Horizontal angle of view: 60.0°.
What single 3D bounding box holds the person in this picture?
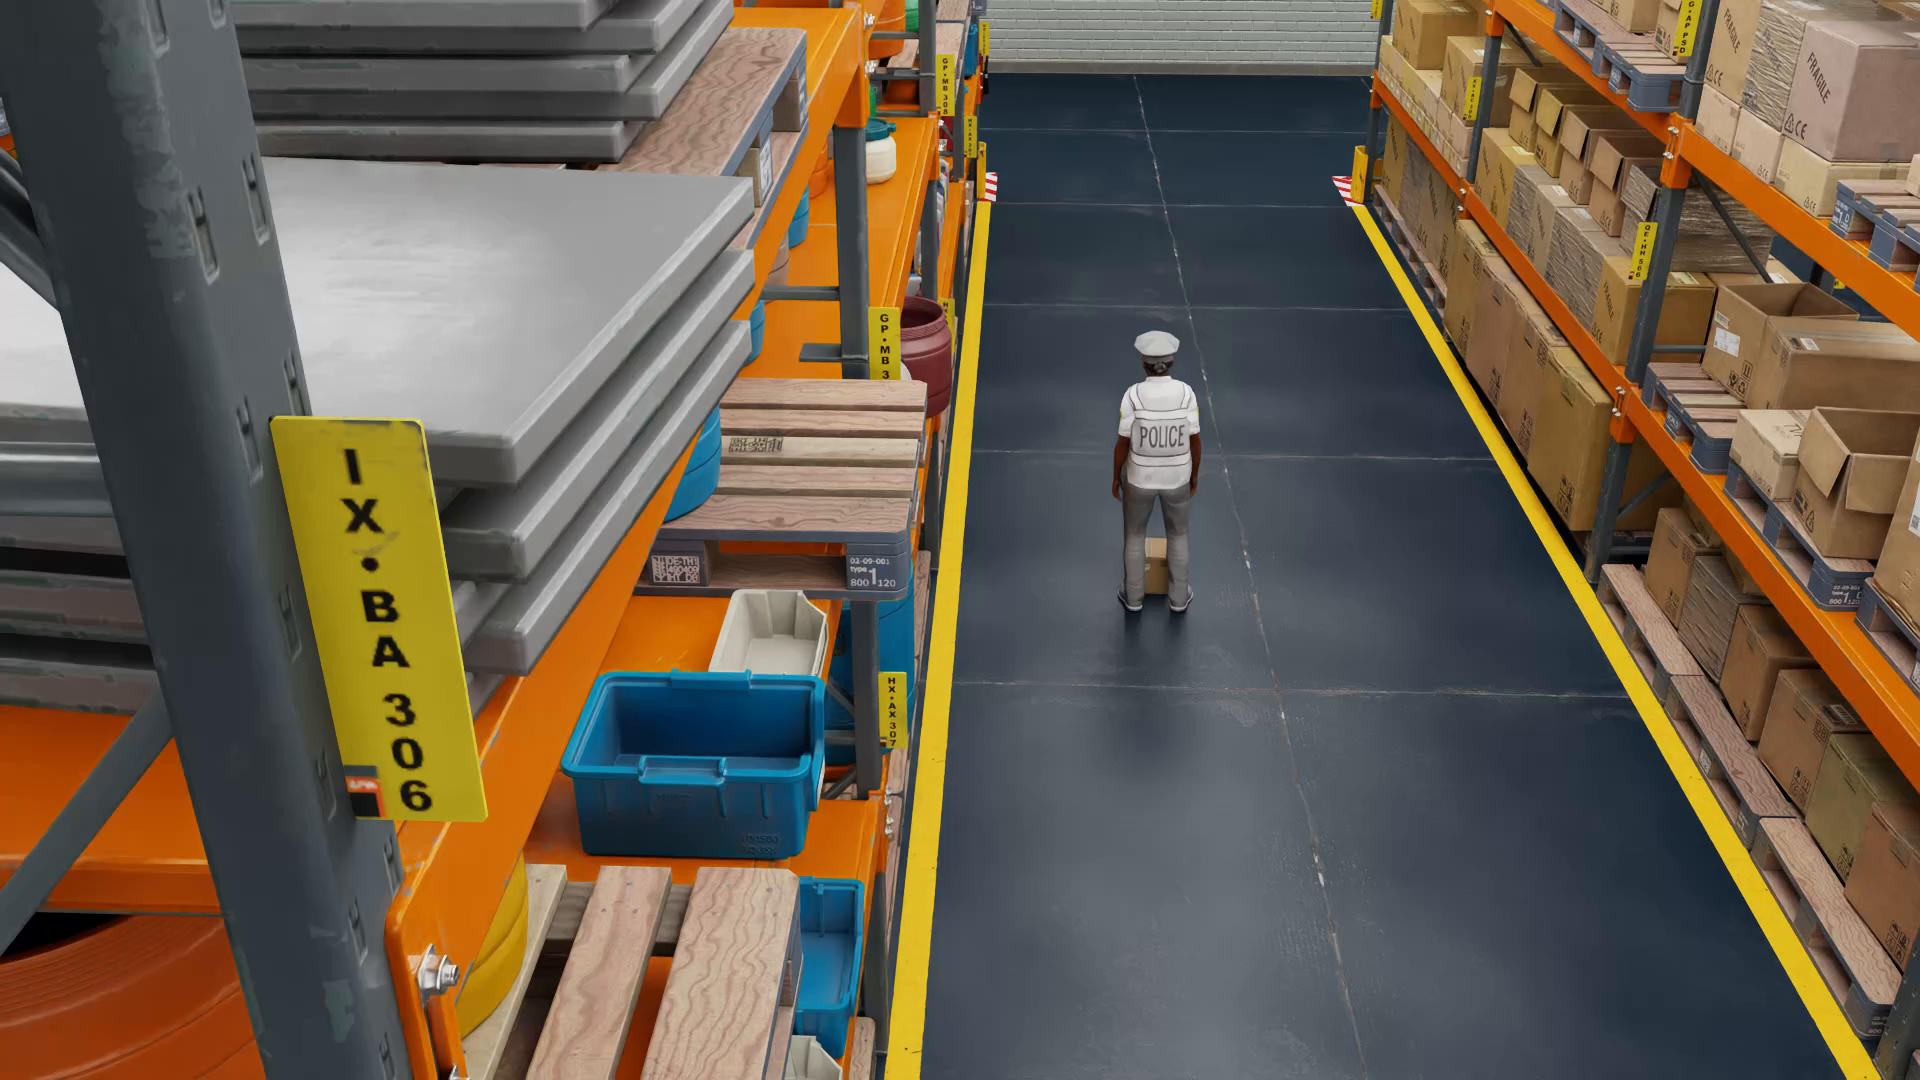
[{"bbox_3d":[1.133,-0.355,9.507,0.531,1.660,0.398,-1,28,-1],"label":"person"}]
